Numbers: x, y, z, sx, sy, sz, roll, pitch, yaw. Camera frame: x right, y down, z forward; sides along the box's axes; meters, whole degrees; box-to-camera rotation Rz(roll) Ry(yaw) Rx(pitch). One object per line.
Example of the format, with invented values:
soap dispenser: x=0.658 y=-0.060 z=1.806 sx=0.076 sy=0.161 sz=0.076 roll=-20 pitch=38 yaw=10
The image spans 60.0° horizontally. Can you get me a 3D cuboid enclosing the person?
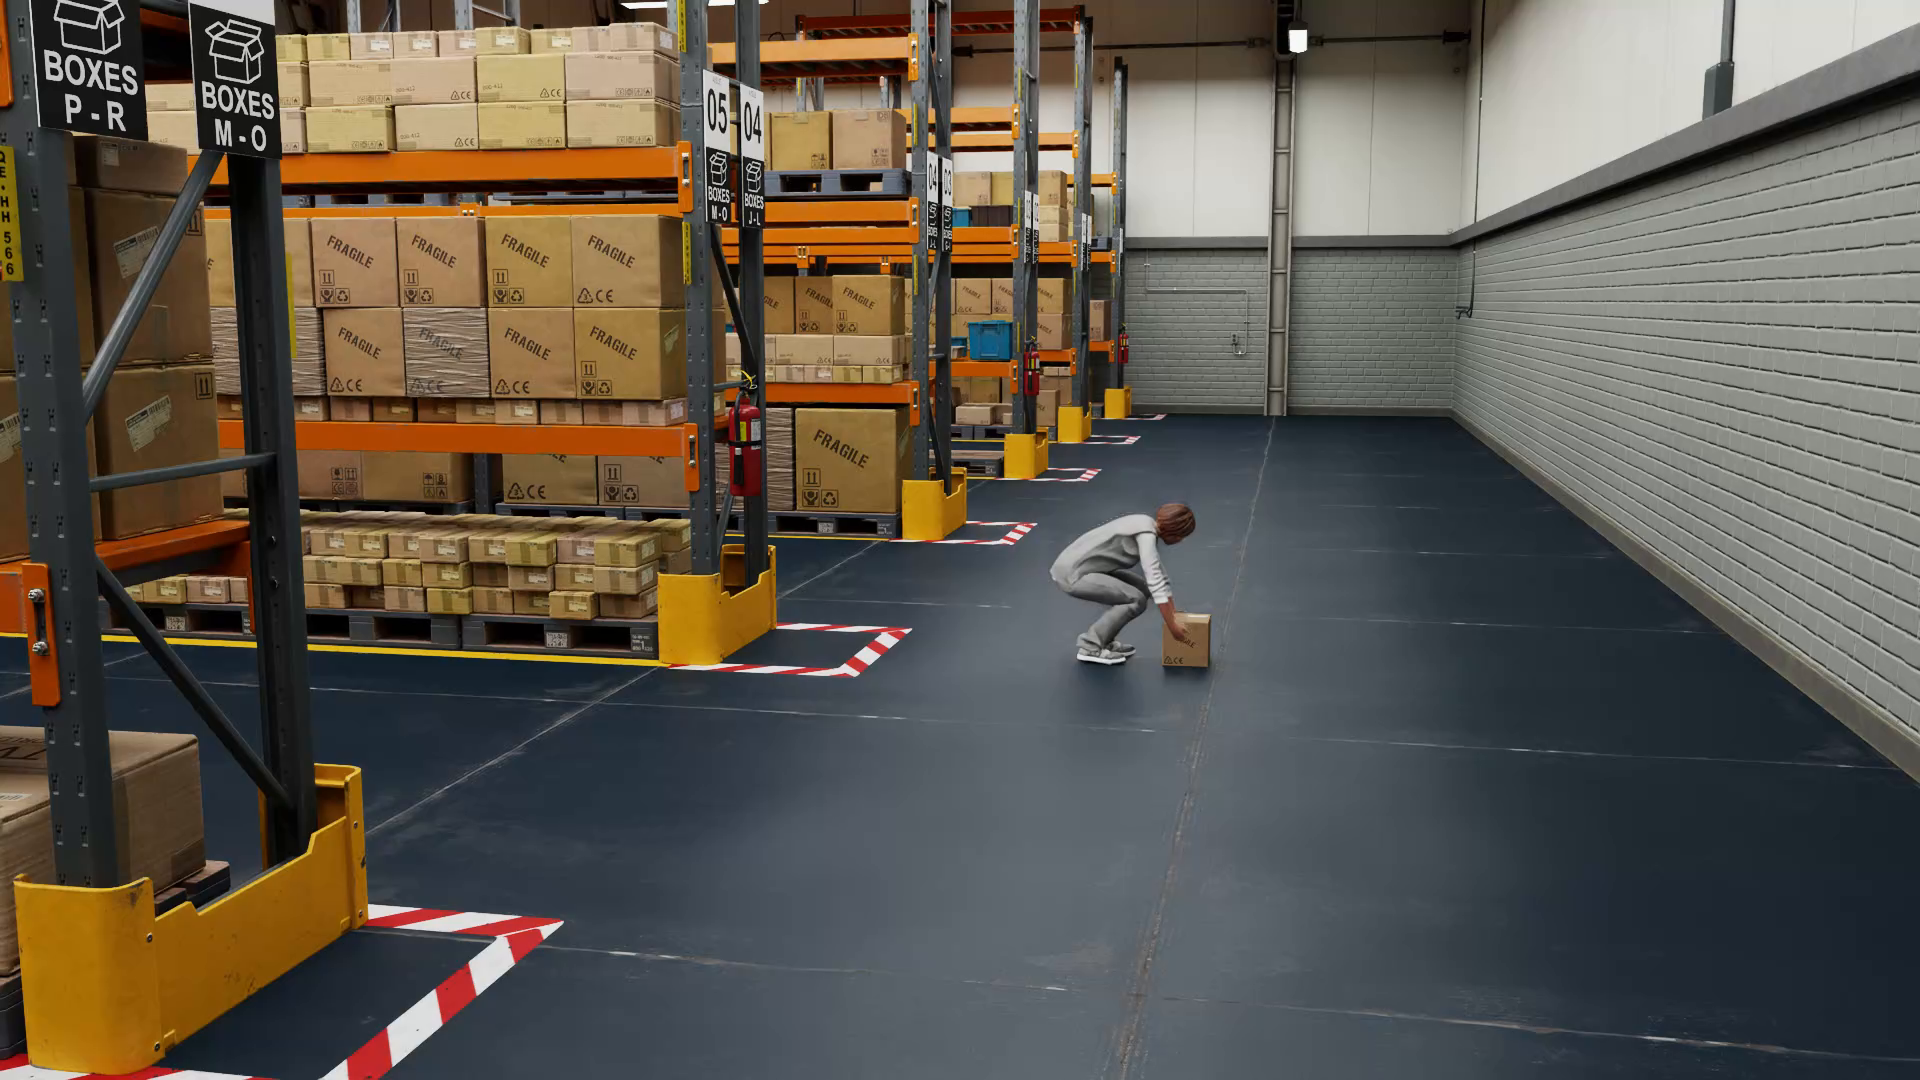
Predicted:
person: x=0.902 y=0.234 z=9.268 sx=0.795 sy=0.879 sz=0.447 roll=2 pitch=8 yaw=11
